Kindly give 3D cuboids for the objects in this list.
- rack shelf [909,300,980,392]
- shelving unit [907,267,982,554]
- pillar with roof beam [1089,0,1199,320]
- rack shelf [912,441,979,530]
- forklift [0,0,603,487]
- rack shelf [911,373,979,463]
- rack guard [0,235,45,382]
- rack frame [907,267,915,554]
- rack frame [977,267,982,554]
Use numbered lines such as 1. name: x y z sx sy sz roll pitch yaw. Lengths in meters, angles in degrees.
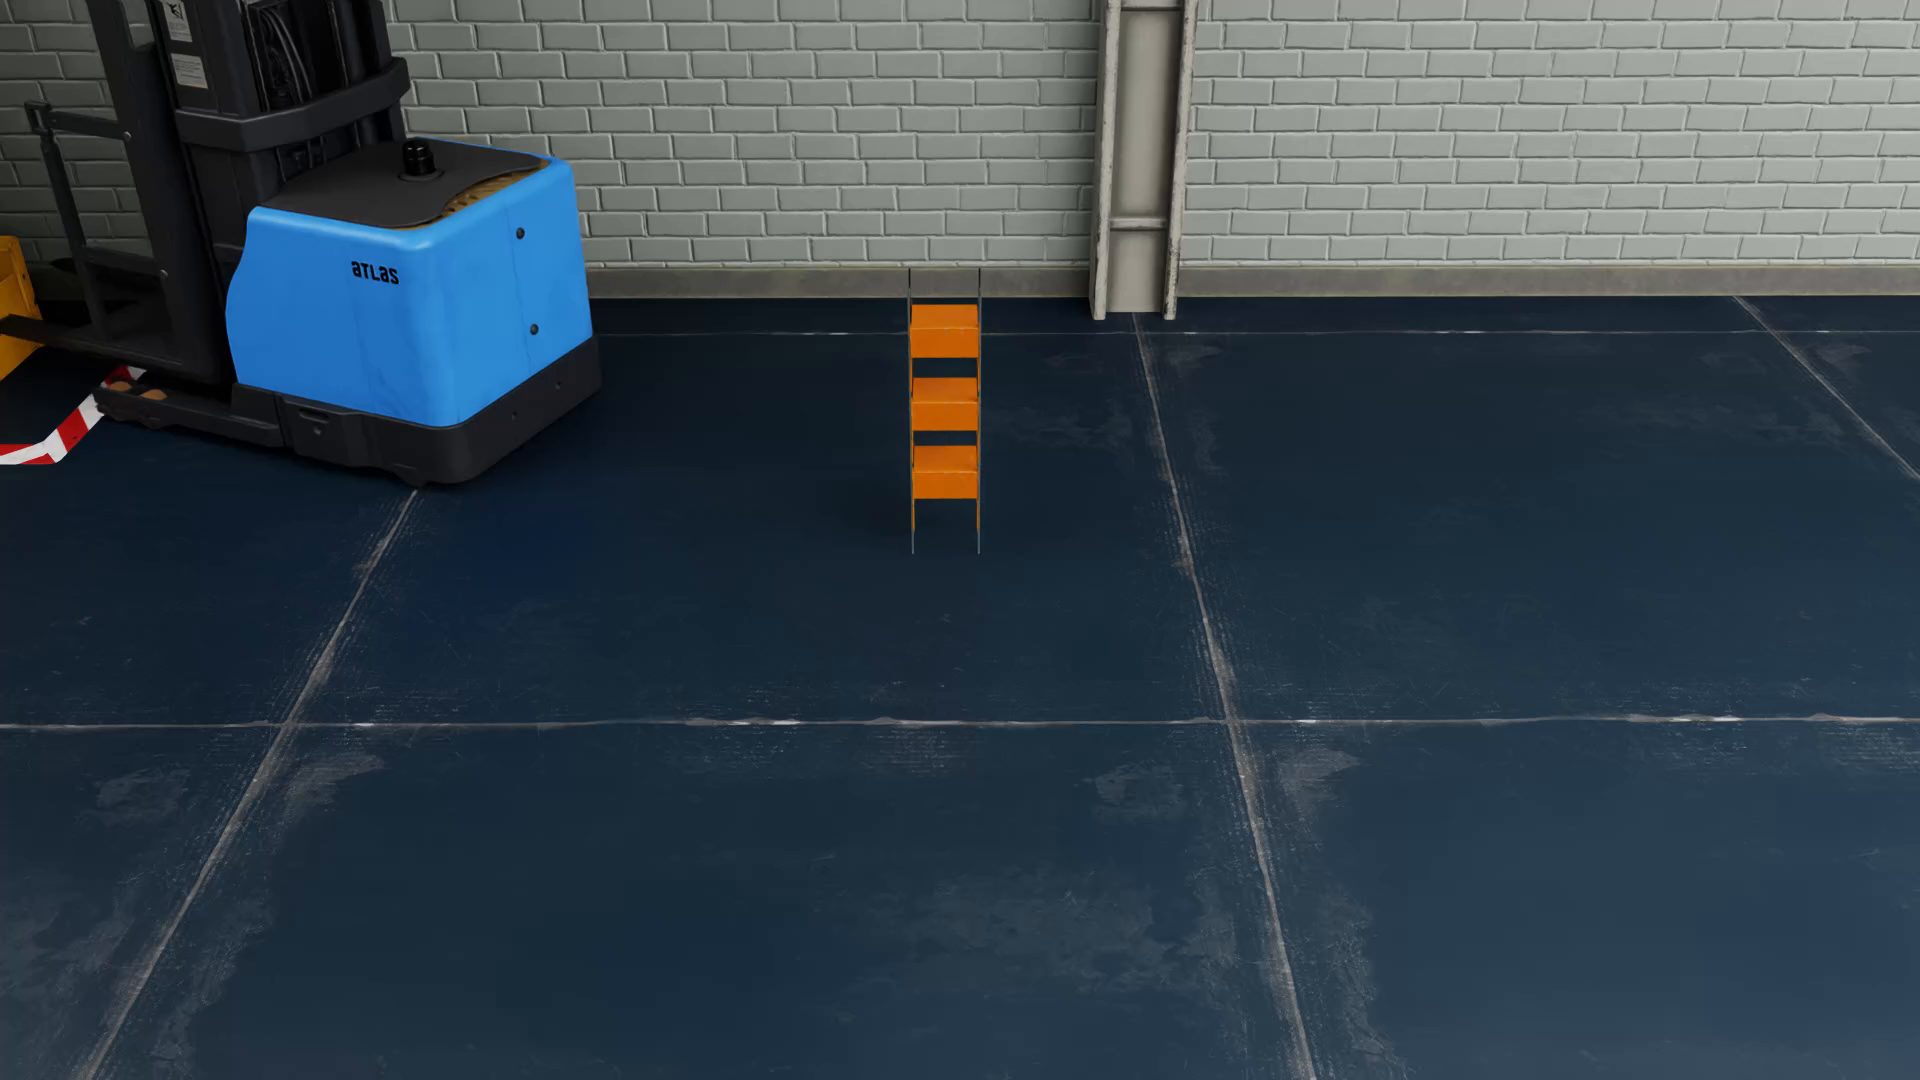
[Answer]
1. rack shelf: -0.054 -0.682 5.836 0.240 0.259 0.215 0 31 0
2. shelving unit: -0.054 -0.449 5.977 0.252 1.050 0.215 0 31 0
3. pillar with roof beam: 0.863 -2.755 2.116 0.400 9.000 9.100 0 31 0
4. rack shelf: -0.054 -0.202 6.127 0.240 0.259 0.215 0 31 0
5. forklift: -3.116 -1.955 6.647 3.031 2.935 1.130 13 33 20
6. rack shelf: -0.054 -0.440 5.983 0.240 0.259 0.215 0 31 0
7. rack guard: -4.437 -0.871 7.203 0.348 0.500 1.175 0 31 0
8. rack frame: -0.176 -0.448 5.977 0.008 1.050 0.200 0 31 0
9. rack frame: 0.068 -0.449 5.978 0.008 1.050 0.200 0 31 0
